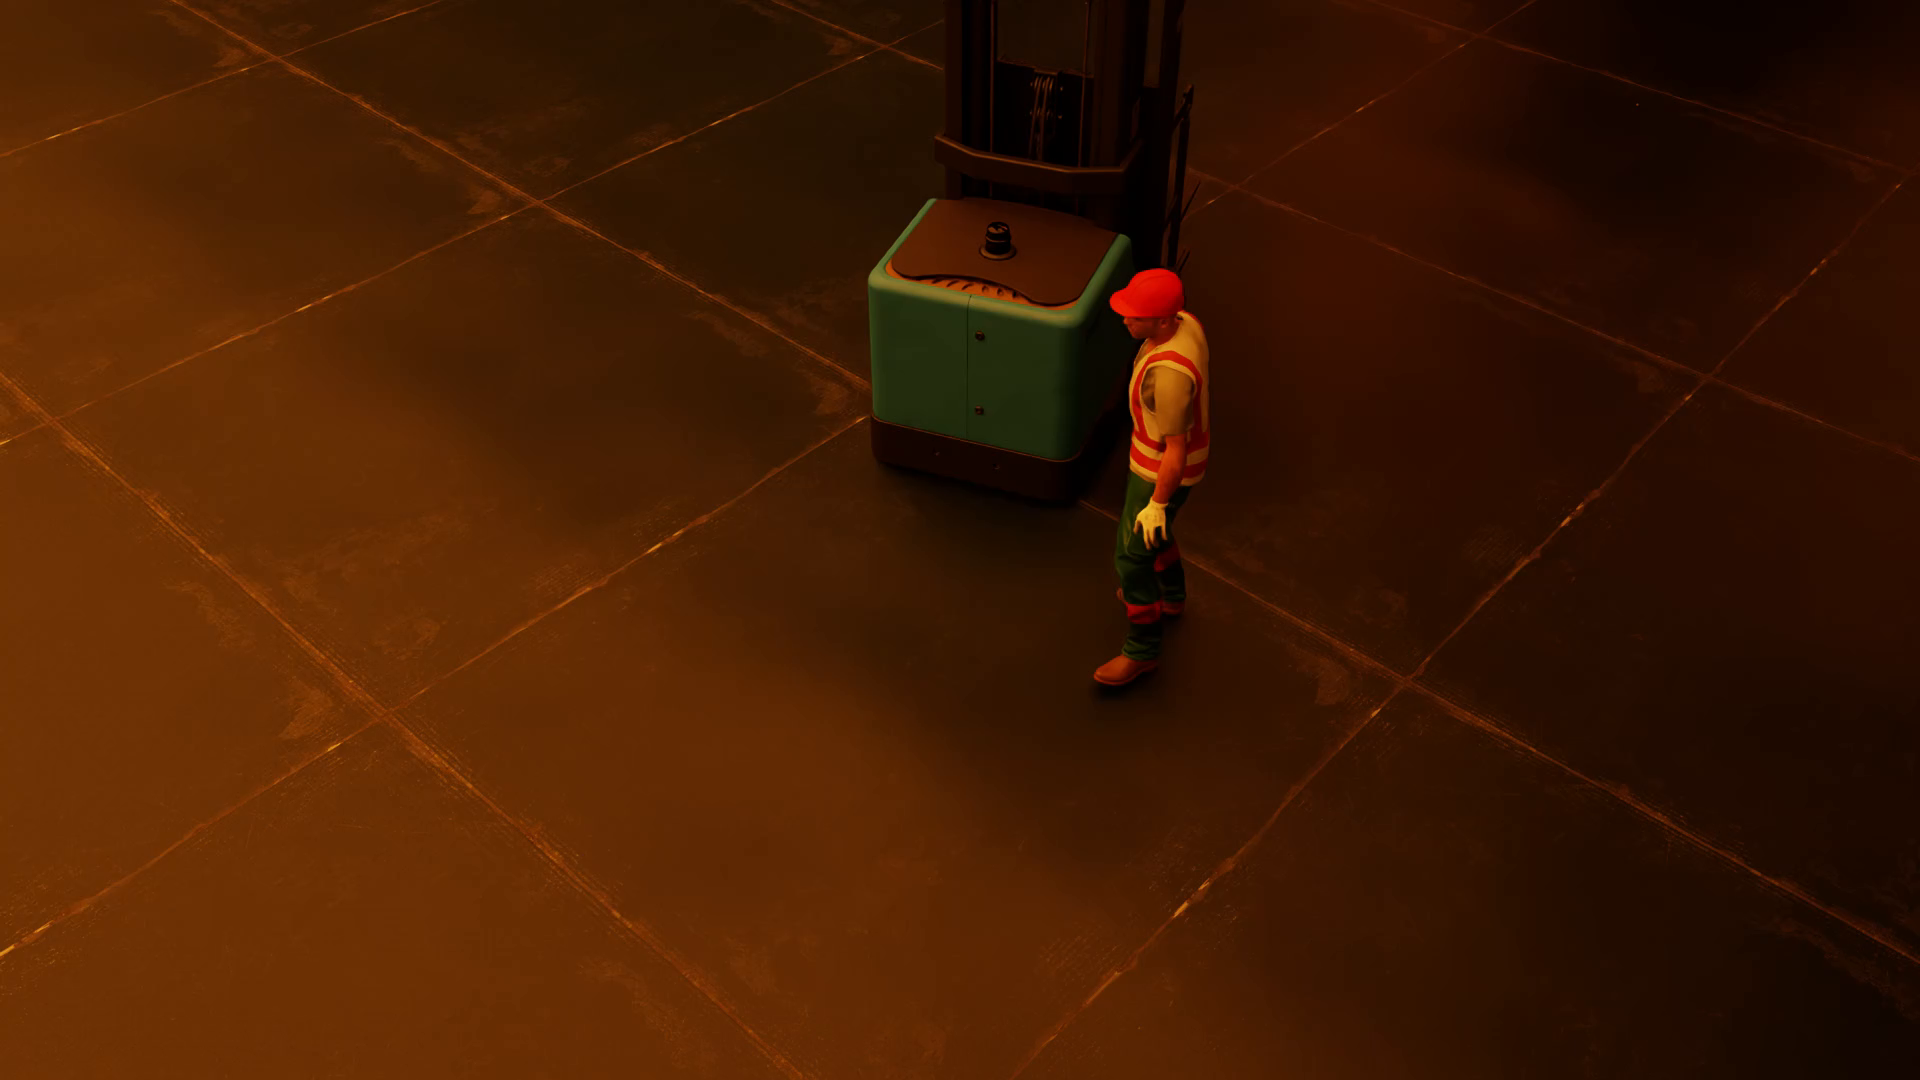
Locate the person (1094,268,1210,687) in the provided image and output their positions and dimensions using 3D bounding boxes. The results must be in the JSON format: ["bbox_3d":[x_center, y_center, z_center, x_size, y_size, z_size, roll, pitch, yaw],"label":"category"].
[{"bbox_3d":[0.770,-0.311,6.638,0.430,1.749,0.849,5,41,6],"label":"person"}]

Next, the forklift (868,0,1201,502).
[{"bbox_3d":[0.569,-2.256,8.058,1.130,2.935,3.031,14,43,16],"label":"forklift"}]
